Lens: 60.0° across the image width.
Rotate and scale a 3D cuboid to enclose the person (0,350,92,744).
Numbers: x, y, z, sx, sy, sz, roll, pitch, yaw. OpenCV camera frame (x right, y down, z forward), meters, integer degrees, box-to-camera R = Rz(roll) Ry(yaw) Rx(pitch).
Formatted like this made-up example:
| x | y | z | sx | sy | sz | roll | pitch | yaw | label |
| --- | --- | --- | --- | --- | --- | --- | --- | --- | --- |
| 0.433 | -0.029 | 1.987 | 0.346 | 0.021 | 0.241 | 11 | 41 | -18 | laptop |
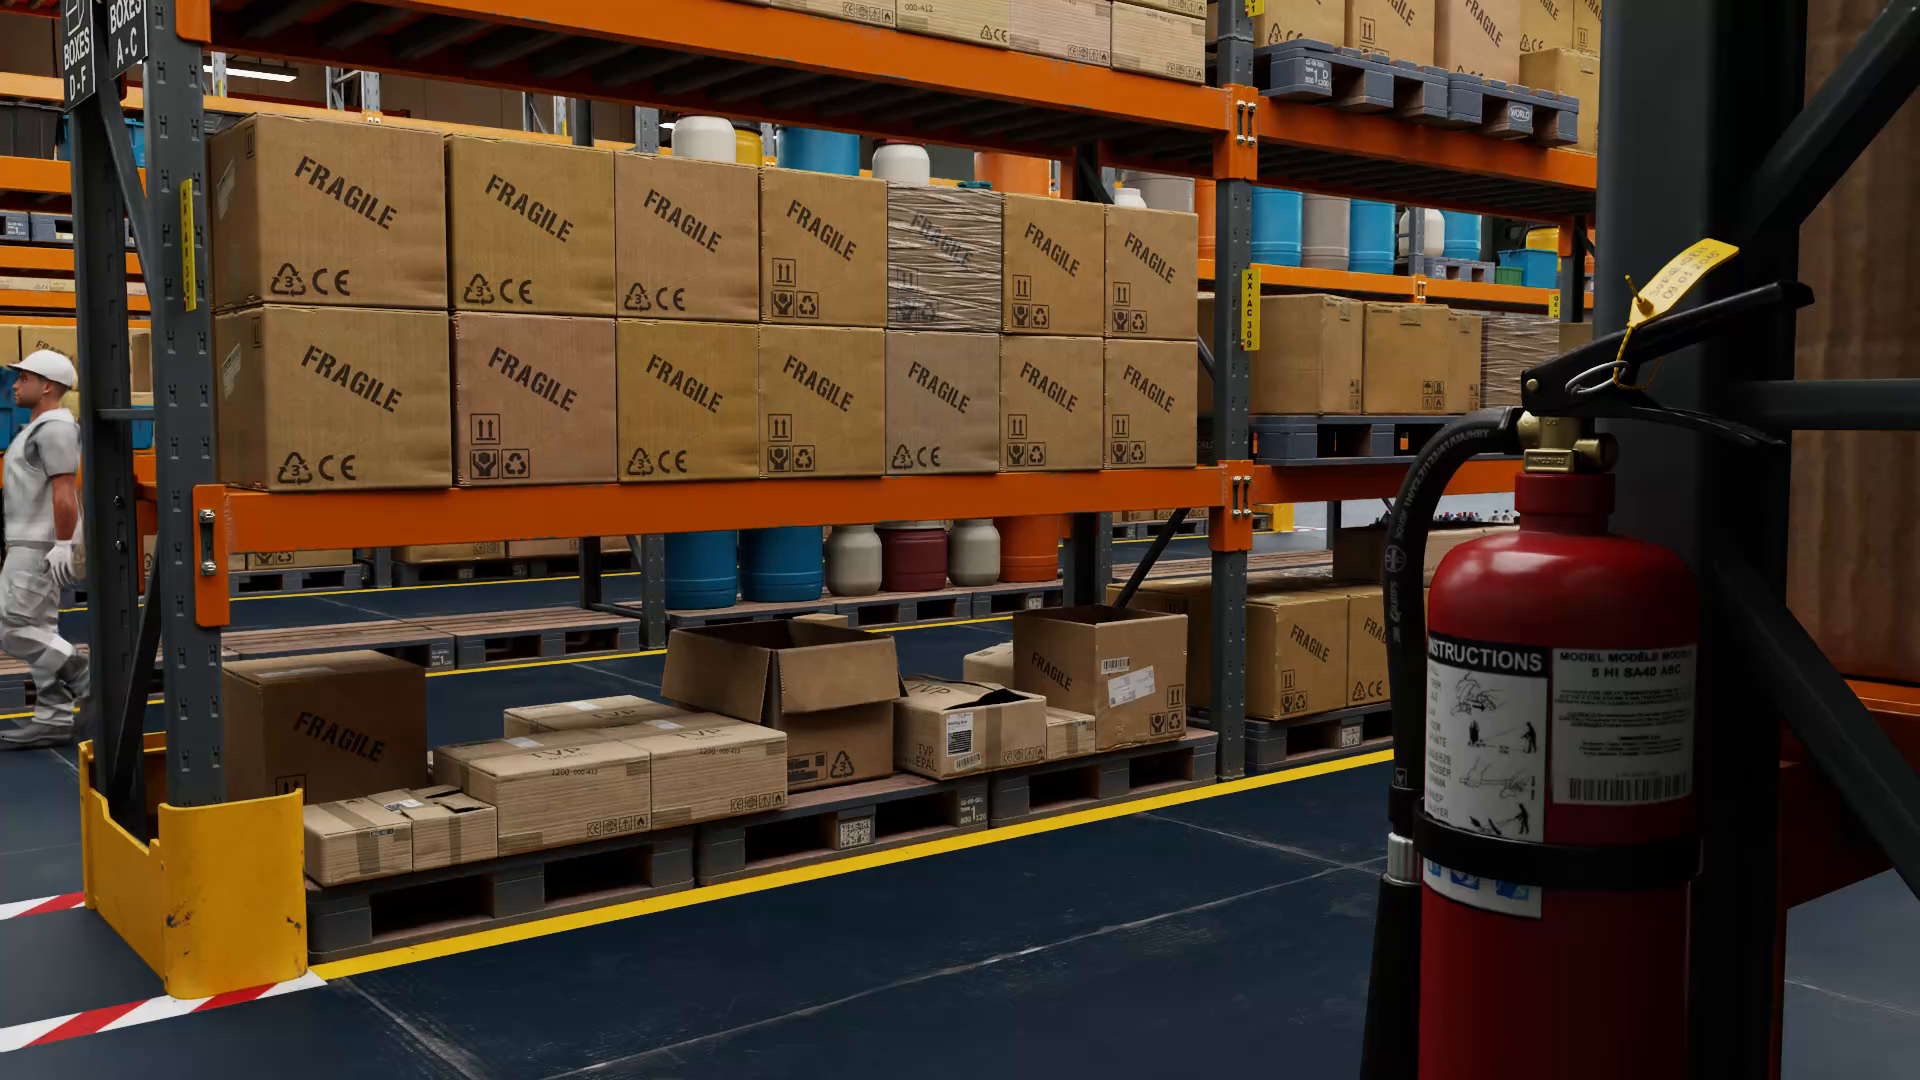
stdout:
| x | y | z | sx | sy | sz | roll | pitch | yaw | label |
| --- | --- | --- | --- | --- | --- | --- | --- | --- | --- |
| -4.123 | 0.032 | 7.528 | 0.515 | 1.779 | 0.537 | -3 | 5 | -31 | person |
